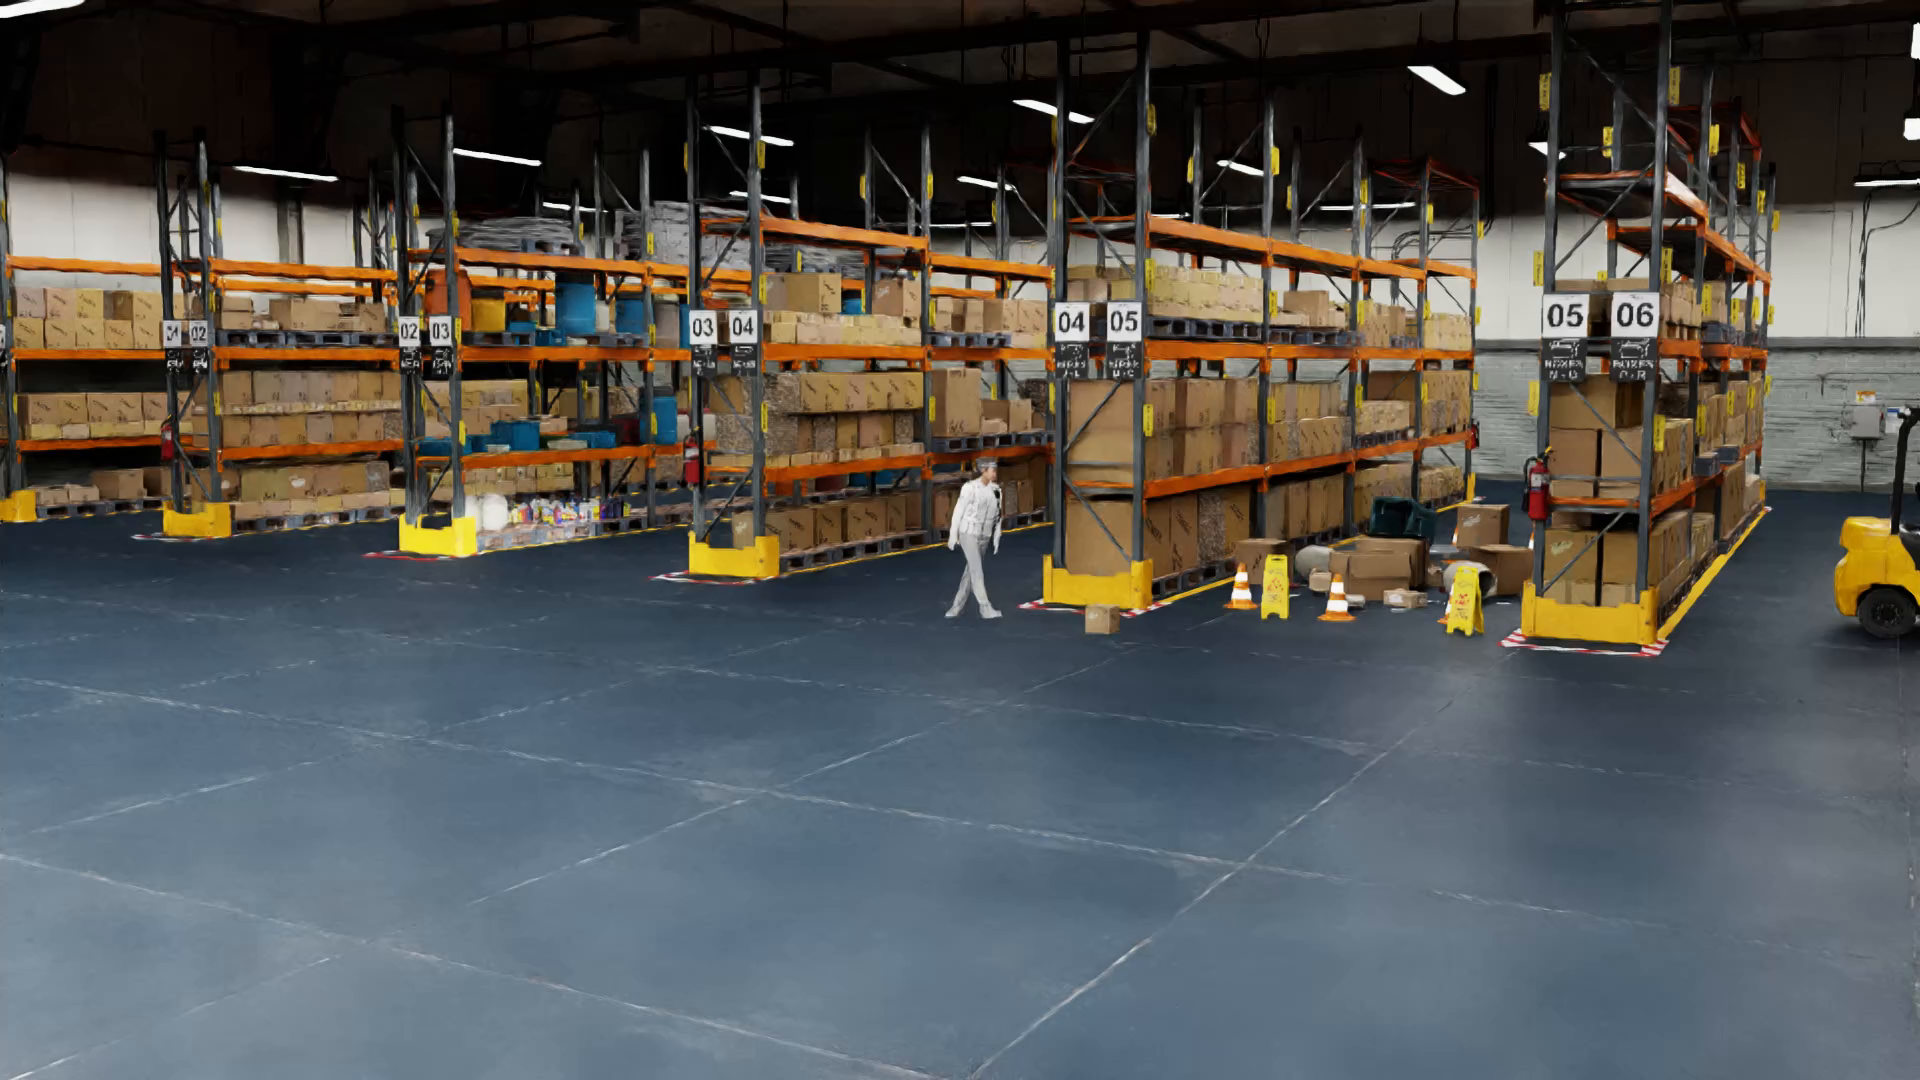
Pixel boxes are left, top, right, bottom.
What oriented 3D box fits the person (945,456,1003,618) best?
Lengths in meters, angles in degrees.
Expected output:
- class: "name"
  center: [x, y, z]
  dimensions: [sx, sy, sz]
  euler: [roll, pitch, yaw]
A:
- class: "person"
  center: [0.220, -0.024, 16.617]
  dimensions: [0.551, 1.640, 0.804]
  euler: [-4, 7, -30]
